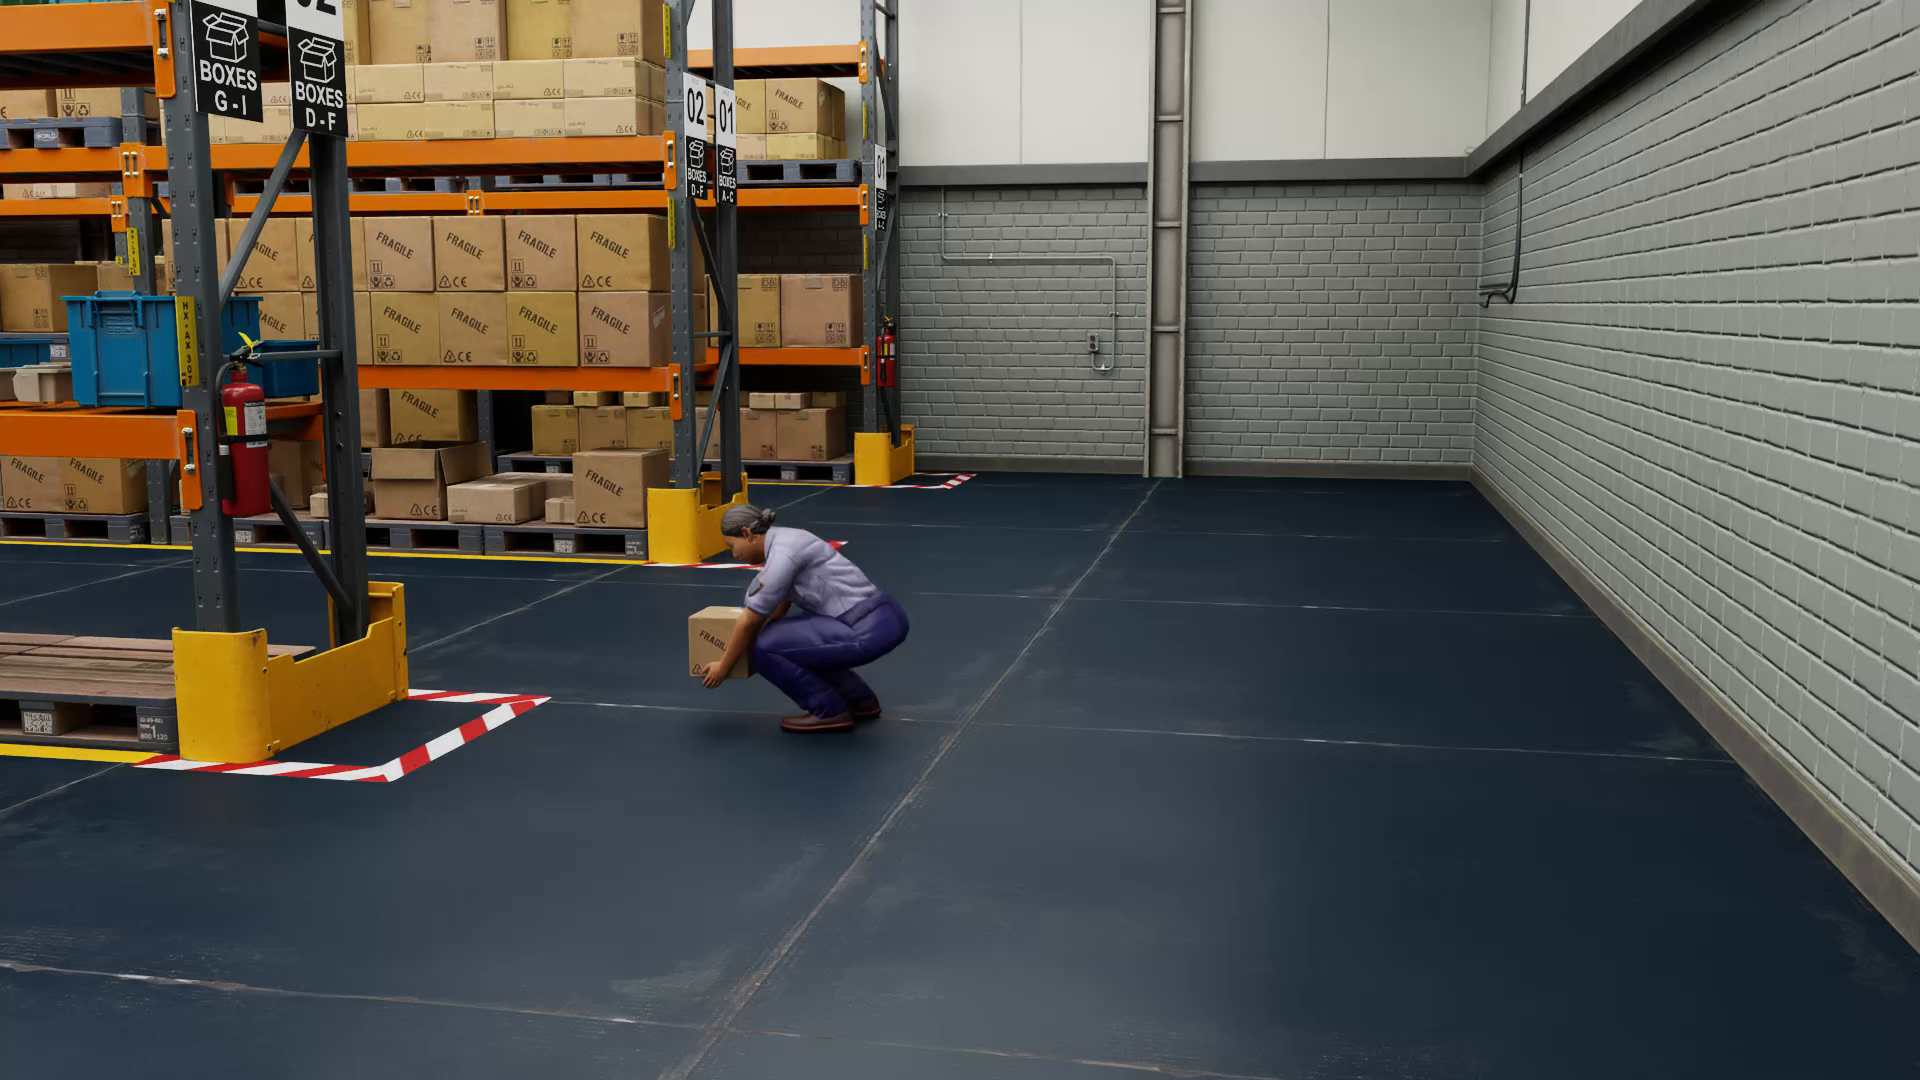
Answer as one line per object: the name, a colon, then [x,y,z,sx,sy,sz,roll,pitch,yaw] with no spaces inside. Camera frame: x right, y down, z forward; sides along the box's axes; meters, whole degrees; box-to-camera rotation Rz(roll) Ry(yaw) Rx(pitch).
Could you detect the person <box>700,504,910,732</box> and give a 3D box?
person: [-0.635,0.308,6.832,0.827,0.923,0.536,2,8,11]
